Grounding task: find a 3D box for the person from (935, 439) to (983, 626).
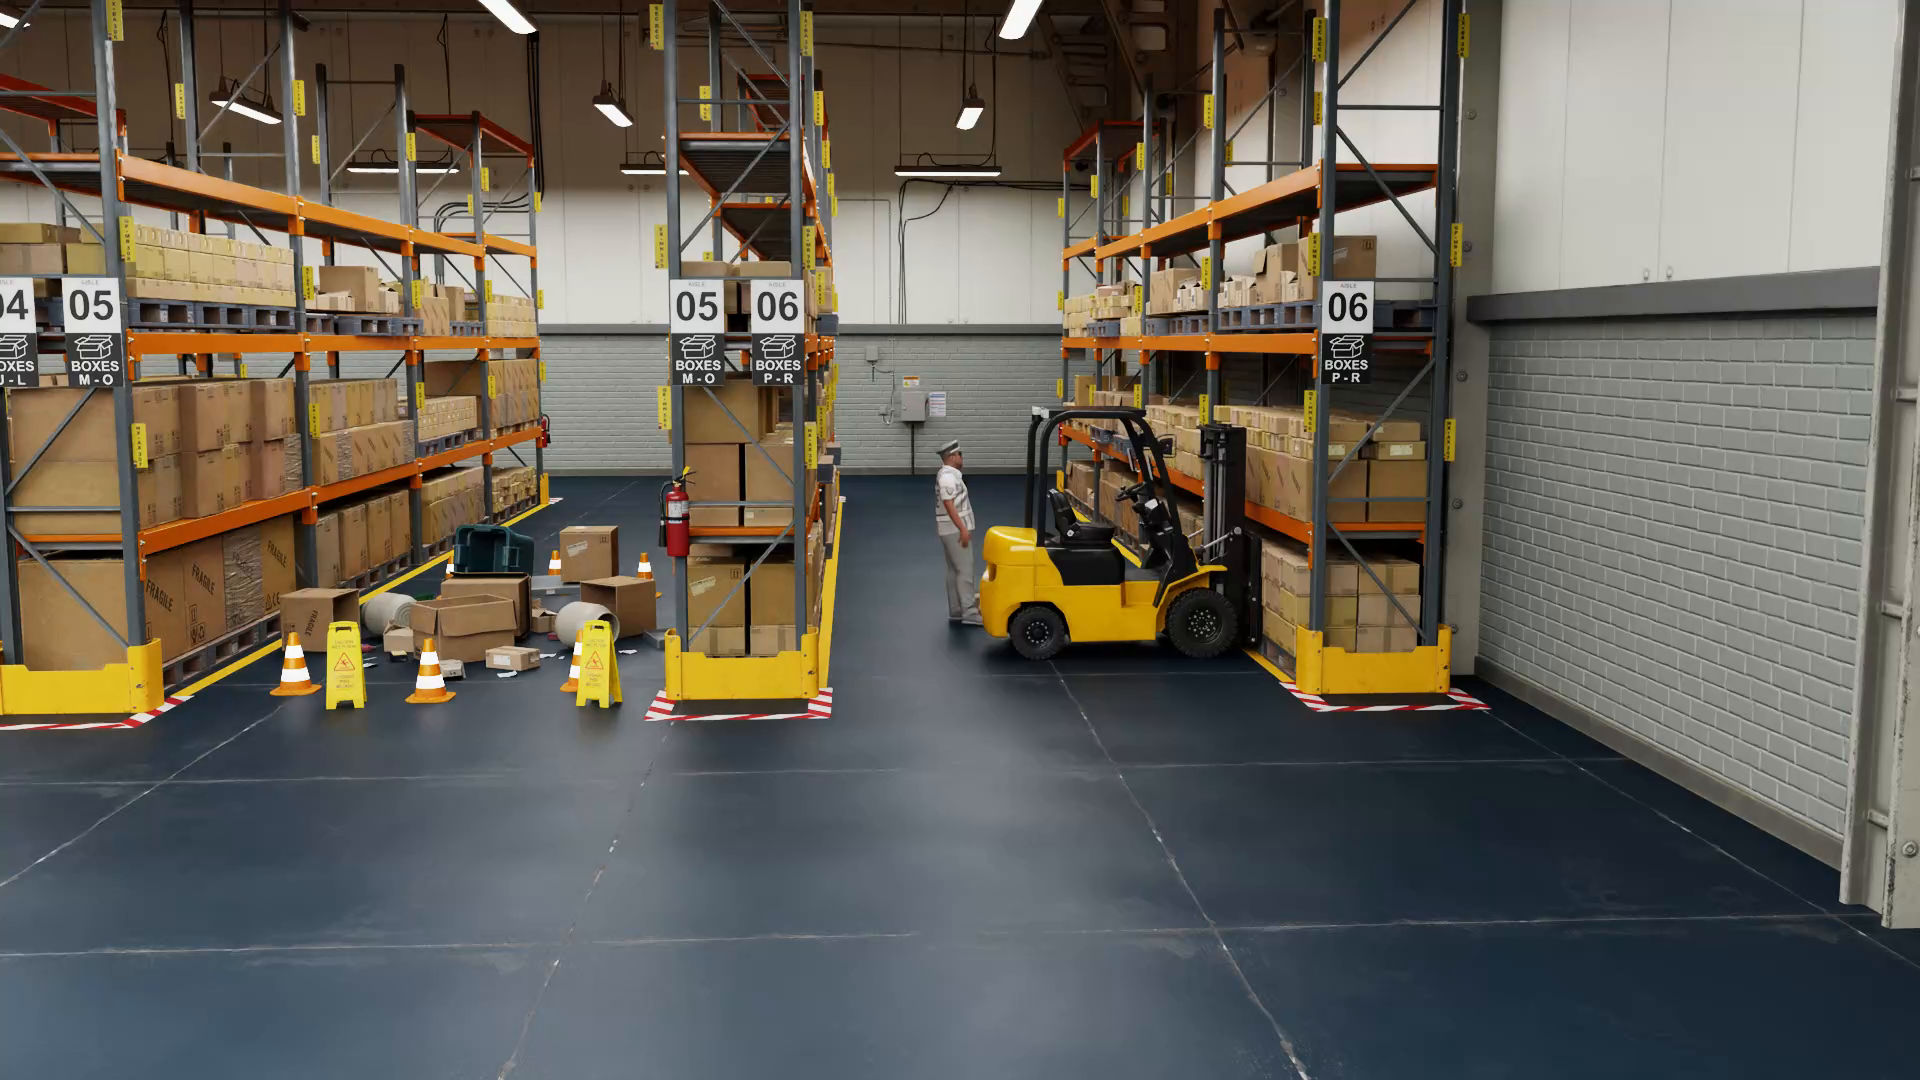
[{"bbox_3d":[0.043,-0.088,16.259,0.575,1.779,0.635,0,7,-4],"label":"person"}]
